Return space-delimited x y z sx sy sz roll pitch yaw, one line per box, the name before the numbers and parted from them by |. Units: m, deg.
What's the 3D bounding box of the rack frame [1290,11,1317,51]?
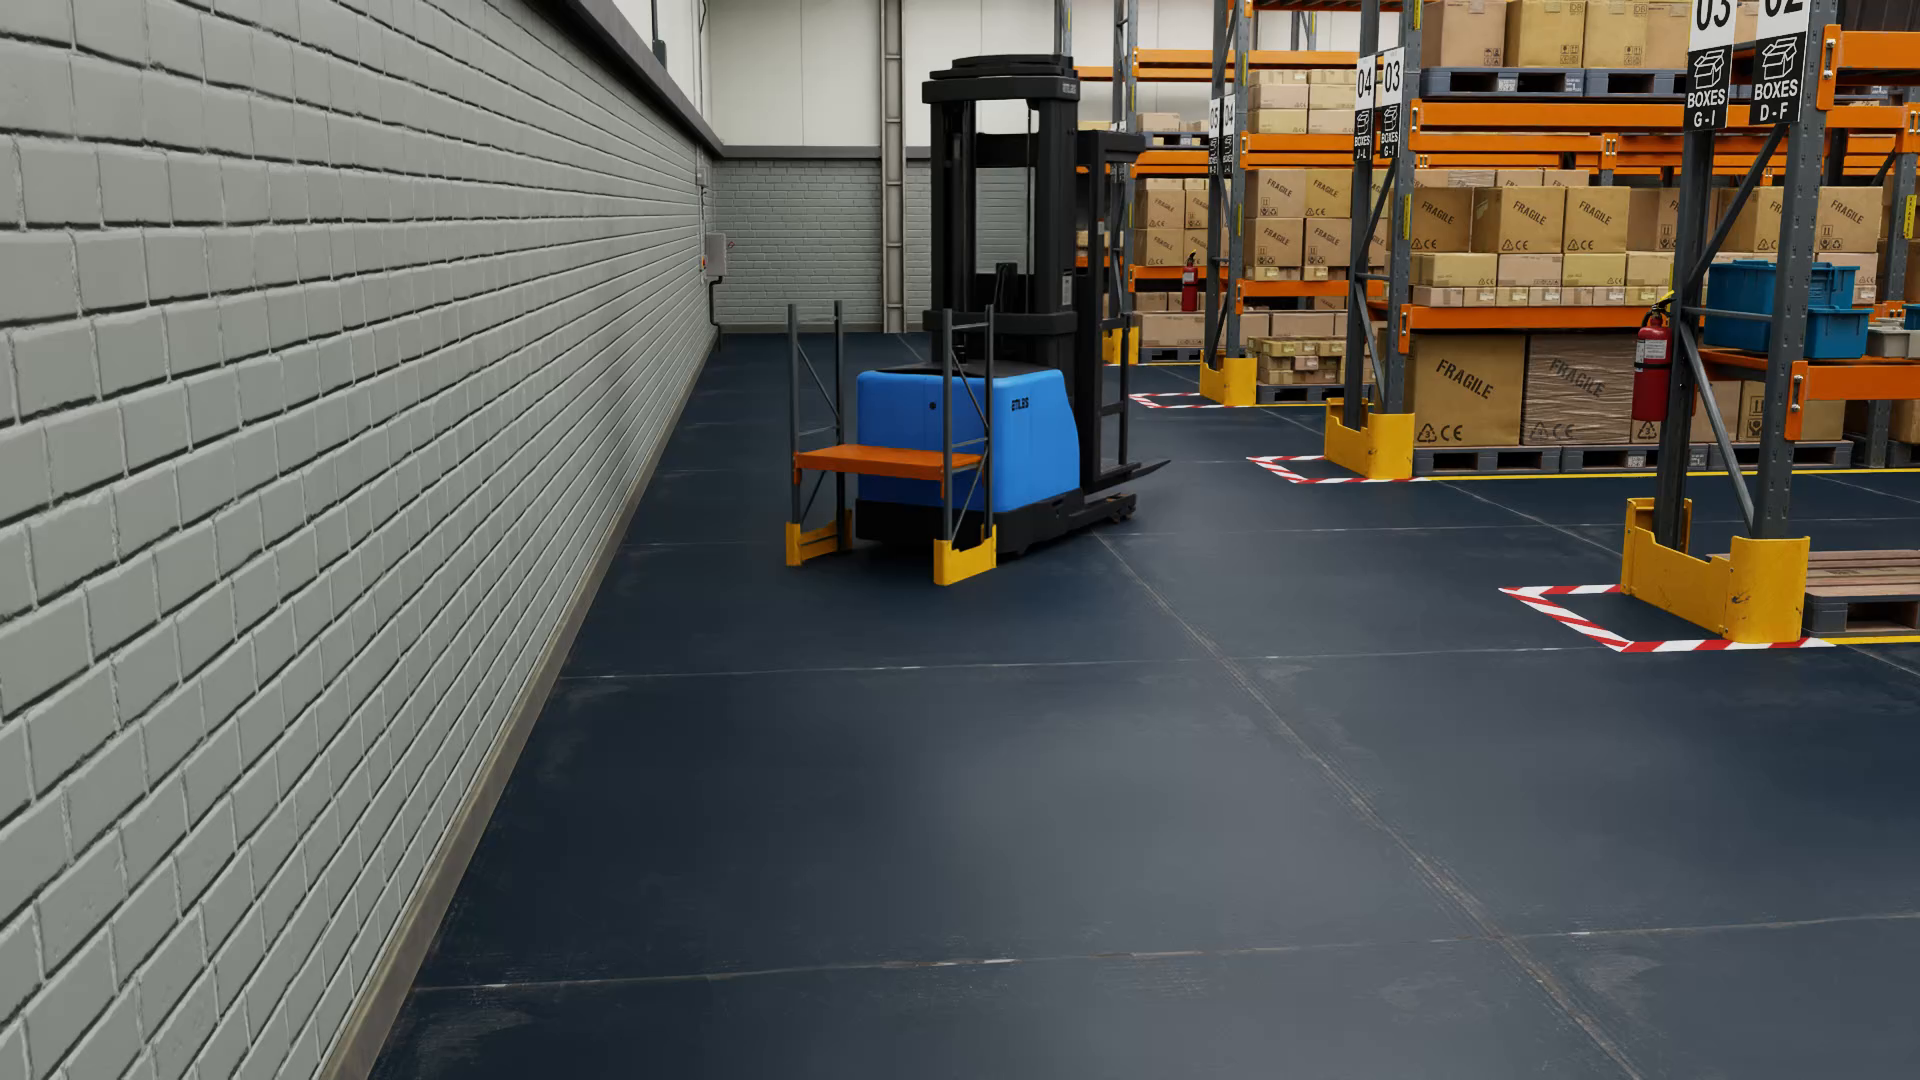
rack frame | 5.638 -7.927 27.360 0.127 3.000 1.000 -1 11 -6

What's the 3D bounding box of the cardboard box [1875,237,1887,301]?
cardboard box | 7.683 -2.242 13.737 0.500 0.500 0.500 -1 11 -6

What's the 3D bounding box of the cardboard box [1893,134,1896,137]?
cardboard box | 10.249 -4.628 18.096 0.500 0.500 0.500 -1 11 -6

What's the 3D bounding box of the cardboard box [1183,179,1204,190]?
cardboard box | 3.107 -4.763 22.285 0.250 0.149 0.380 -1 11 -4

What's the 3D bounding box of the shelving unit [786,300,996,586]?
shelving unit | -0.399 -0.584 9.452 1.083 1.500 0.587 6 13 30

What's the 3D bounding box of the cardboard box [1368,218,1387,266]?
cardboard box | 4.330 -3.176 17.717 0.500 0.500 0.500 -1 11 -5

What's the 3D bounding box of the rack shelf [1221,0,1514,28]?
rack shelf | 4.824 -5.631 17.559 4.000 0.370 1.077 -1 11 -6

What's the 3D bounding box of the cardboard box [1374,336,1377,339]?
cardboard box | 4.634 -2.177 18.426 0.250 0.149 0.380 -2 11 -8

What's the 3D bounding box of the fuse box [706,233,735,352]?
fuse box | -3.484 -3.600 24.242 0.414 1.711 0.539 -1 11 -6

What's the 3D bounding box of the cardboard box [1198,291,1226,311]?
cardboard box | 4.165 -3.906 27.851 0.500 0.500 0.700 -2 11 -8

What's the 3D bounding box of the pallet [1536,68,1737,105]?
pallet | 5.223 -3.519 12.947 1.213 0.211 1.003 -1 11 -6

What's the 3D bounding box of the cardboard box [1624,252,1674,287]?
cardboard box | 5.311 -2.112 12.952 0.500 0.250 0.500 -1 11 -7

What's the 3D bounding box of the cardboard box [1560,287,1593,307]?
cardboard box | 4.681 -1.890 12.857 0.250 0.149 0.380 -1 11 -7

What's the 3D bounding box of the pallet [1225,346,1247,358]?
pallet | 4.197 -2.636 23.230 1.213 0.211 1.003 -1 11 -6

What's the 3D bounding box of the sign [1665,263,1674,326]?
sign | 3.730 -1.283 8.694 0.005 0.325 0.100 -1 11 -6

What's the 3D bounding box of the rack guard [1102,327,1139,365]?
rack guard | 2.177 -2.721 22.912 0.348 0.500 1.175 -1 11 -6

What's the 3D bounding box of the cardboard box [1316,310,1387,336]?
cardboard box | 5.541 -2.988 23.342 0.875 0.438 0.875 -1 11 -7

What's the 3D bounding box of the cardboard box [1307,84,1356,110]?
cardboard box | 3.819 -4.615 17.382 0.500 0.250 0.500 -1 11 -7

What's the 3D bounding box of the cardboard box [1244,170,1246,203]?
cardboard box | 3.264 -3.744 18.012 0.500 0.500 0.500 -1 11 -7

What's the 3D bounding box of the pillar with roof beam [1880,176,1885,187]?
pillar with roof beam | 17.243 -7.509 25.238 0.400 9.000 9.100 -1 11 -6

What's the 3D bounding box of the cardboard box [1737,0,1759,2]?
cardboard box | 6.312 -4.256 12.916 0.500 0.250 0.500 -2 11 -10

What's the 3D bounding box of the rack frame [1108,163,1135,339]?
rack frame | 2.201 -3.948 22.674 0.127 3.000 1.000 -1 11 -6

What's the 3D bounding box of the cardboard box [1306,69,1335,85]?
cardboard box | 3.715 -4.797 17.273 0.250 0.149 0.380 -1 11 -6

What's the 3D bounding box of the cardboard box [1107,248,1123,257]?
cardboard box | 2.523 -4.757 27.441 0.250 0.149 0.380 -1 11 -7

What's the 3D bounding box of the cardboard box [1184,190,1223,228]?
cardboard box | 3.221 -4.455 22.402 0.500 0.500 0.500 -2 11 -8

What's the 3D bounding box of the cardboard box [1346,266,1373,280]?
cardboard box | 4.230 -2.863 17.804 0.250 0.149 0.380 -1 11 -7

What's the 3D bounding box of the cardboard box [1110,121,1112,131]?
cardboard box | 2.637 -6.657 27.001 0.500 0.250 0.500 -1 11 -6

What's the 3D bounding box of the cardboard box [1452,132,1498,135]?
cardboard box | 5.351 -4.401 17.593 0.500 0.250 0.500 -1 11 -7

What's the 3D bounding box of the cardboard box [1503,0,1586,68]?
cardboard box | 4.354 -3.833 12.707 0.500 0.500 0.700 -2 11 -8

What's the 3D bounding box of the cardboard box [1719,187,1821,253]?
cardboard box | 6.321 -2.501 12.985 0.500 0.500 0.500 -1 11 -5

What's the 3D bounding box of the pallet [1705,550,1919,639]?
pallet | 4.630 0.261 8.494 1.213 0.211 1.003 -1 11 -6

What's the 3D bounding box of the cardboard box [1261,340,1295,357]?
cardboard box | 3.393 -2.046 17.757 0.250 0.149 0.380 -2 11 -9

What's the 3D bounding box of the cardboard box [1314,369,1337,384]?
cardboard box | 3.889 -1.785 17.974 0.250 0.149 0.380 -1 11 -5

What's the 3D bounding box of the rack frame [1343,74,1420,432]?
rack frame | 3.271 -2.047 13.007 0.127 3.000 1.000 -1 11 -6

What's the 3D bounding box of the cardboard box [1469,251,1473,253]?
cardboard box | 4.228 -2.191 13.356 0.500 0.250 0.500 -1 11 -7

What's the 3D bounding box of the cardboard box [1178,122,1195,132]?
cardboard box | 3.046 -5.602 22.616 0.250 0.149 0.380 -2 11 -10

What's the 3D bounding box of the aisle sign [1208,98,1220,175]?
aisle sign | 2.731 -4.332 17.890 0.004 0.787 0.394 -1 11 -6

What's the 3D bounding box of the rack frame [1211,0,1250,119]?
rack frame | 2.836 -5.944 17.277 0.127 3.000 1.000 -1 11 -6

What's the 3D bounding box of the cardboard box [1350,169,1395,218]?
cardboard box | 4.331 -3.663 17.603 0.500 0.500 0.500 -1 11 -7

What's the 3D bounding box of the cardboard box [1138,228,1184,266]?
cardboard box | 2.709 -3.952 22.435 0.500 0.500 0.500 -1 11 -7

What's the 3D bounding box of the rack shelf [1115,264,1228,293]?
rack shelf | 4.189 -3.637 22.955 4.000 0.370 1.077 -1 11 -6

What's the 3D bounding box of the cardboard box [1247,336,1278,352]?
cardboard box | 3.335 -2.159 18.336 0.250 0.149 0.380 -1 11 -5

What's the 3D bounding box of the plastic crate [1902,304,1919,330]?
plastic crate | 4.741 -1.001 7.960 0.300 0.233 0.416 -1 11 -6

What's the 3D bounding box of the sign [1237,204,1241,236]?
sign | 2.894 -3.321 17.243 0.005 0.325 0.100 -1 11 -6

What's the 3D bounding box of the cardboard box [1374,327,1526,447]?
cardboard box | 3.898 -1.240 13.317 0.875 0.875 0.875 -1 11 -6

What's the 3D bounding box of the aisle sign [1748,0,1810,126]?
aisle sign | 3.766 -2.315 7.627 0.004 0.787 0.394 -1 11 -6

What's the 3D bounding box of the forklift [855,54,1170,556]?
forklift | 0.521 -1.586 10.835 1.130 2.935 3.031 6 13 28

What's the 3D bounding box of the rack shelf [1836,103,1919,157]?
rack shelf | 9.236 -3.291 13.423 4.000 0.370 1.077 -1 11 -6

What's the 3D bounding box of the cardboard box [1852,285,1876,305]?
cardboard box | 6.980 -1.938 13.103 0.250 0.149 0.380 -1 11 -6

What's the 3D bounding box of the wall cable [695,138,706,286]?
wall cable | -3.403 -4.340 21.952 0.123 1.953 0.585 -1 11 -6

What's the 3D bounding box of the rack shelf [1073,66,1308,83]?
rack shelf | 3.649 -7.530 27.218 4.000 0.370 1.077 -1 11 -6

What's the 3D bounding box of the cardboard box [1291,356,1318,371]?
cardboard box | 3.663 -1.910 17.841 0.250 0.149 0.380 -1 11 -6

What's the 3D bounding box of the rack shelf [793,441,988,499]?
rack shelf | -0.391 -0.407 9.482 1.000 0.185 0.538 6 13 30
